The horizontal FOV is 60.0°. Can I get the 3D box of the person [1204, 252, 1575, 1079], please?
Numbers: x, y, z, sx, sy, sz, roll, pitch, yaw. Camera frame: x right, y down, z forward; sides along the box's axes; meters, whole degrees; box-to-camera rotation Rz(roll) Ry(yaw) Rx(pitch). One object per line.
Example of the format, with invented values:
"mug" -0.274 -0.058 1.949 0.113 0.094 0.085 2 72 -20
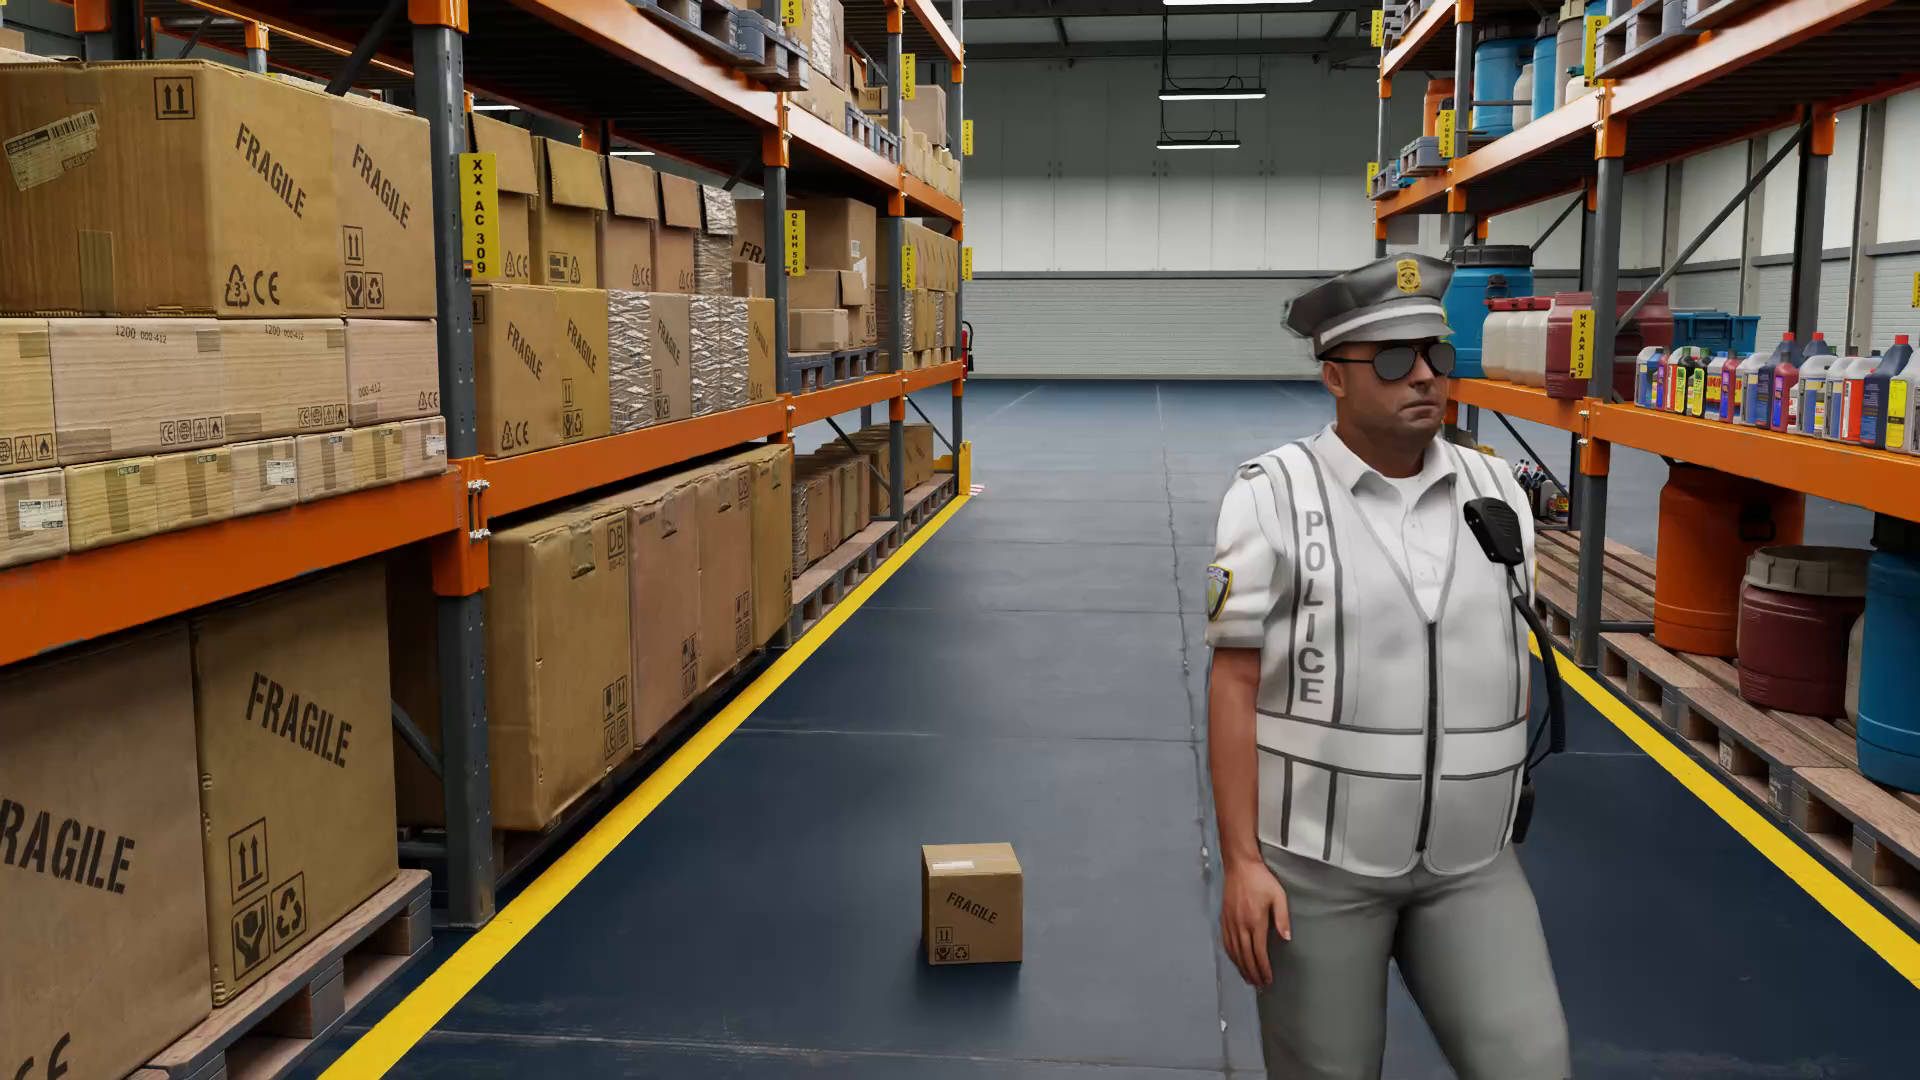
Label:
"person" 0.646 0.480 2.503 0.546 1.802 0.465 -1 8 -7
